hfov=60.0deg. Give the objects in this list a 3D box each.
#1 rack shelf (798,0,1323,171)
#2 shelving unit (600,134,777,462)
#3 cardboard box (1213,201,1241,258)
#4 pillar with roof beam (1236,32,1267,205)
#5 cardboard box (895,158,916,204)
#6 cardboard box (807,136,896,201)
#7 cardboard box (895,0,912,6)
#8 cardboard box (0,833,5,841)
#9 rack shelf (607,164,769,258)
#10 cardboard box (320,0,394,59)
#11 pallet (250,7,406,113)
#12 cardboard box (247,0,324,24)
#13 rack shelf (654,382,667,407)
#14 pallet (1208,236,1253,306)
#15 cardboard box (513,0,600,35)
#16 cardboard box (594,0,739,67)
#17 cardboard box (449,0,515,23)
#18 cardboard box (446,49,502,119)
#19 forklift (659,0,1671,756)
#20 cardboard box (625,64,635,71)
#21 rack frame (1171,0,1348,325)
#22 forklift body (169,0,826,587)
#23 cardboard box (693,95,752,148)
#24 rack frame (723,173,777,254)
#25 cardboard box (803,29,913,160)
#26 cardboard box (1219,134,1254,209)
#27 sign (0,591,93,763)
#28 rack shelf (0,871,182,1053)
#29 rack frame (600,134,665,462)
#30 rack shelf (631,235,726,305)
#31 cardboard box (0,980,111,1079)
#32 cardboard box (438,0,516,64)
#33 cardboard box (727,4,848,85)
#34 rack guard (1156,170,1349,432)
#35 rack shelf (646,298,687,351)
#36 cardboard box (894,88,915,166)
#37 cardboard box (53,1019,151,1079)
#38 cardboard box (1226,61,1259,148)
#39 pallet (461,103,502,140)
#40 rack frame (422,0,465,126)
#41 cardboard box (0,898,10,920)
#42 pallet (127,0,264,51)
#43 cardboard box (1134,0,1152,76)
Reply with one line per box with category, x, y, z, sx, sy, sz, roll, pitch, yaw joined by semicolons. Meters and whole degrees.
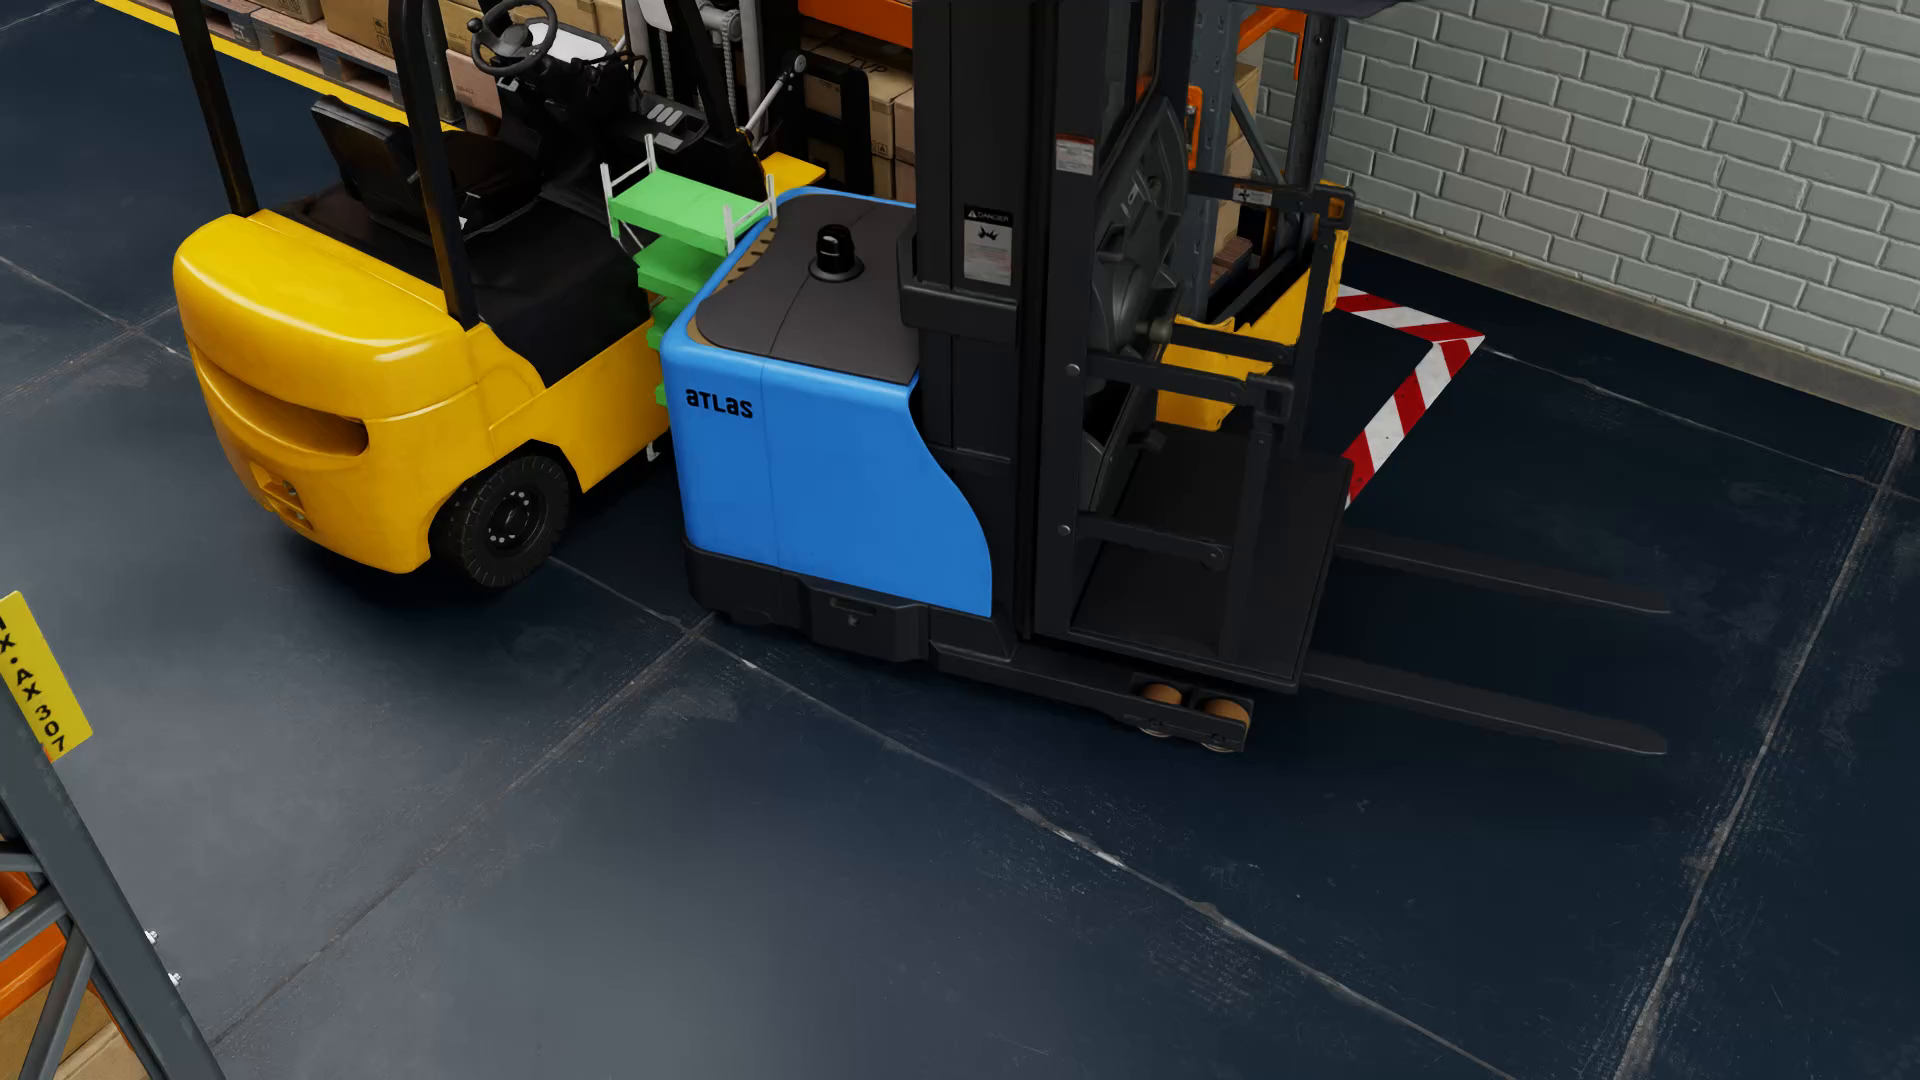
rack shelf;-0.559;-2.366;6.684;4.000;0.370;1.077;25;48;25
shelving unit;-0.859;-0.717;5.624;0.503;1.200;0.258;22;46;23
cardboard box;0.789;-1.295;6.695;0.500;0.250;0.500;25;48;25
pillar with roof beam;-1.446;-2.512;1.809;0.400;9.000;9.100;25;48;25
cardboard box;0.096;-1.400;6.437;0.500;0.250;0.500;25;47;25
cardboard box;-0.339;-1.586;6.645;0.500;0.250;0.500;24;47;24
cardboard box;0.105;-2.154;5.833;0.500;0.500;0.500;27;48;27
cardboard box;-1.997;0.362;2.797;0.500;0.500;0.500;24;47;25
rack shelf;-0.860;-1.027;5.347;0.480;0.148;0.258;22;46;23
cardboard box;-2.630;-2.865;8.168;0.625;0.625;0.875;27;48;27
pallet;-2.822;-2.621;8.521;1.213;0.211;1.003;25;48;25
cardboard box;-3.261;-3.166;8.505;0.625;0.625;0.875;25;47;25
rack shelf;-0.859;-0.490;5.827;0.480;0.148;0.258;22;46;23
pallet;0.428;-1.099;6.820;1.213;0.211;1.003;25;48;25
cardboard box;-1.568;-2.346;7.120;0.500;0.250;0.500;25;48;25
cardboard box;-1.154;-2.162;6.914;0.500;0.250;0.500;27;48;27
cardboard box;-1.980;-2.547;7.345;0.500;0.250;0.500;24;47;25
cardboard box;-1.990;-2.165;7.668;0.500;0.250;0.500;26;48;26
forklift;0.684;-0.850;4.502;3.031;2.935;1.130;13;43;14
cardboard box;-1.159;-1.973;7.078;0.500;0.250;0.500;25;47;25
rack frame;1.079;-1.868;5.588;0.127;3.000;1.000;25;48;25
forklift body;-1.521;-1.282;5.570;1.214;2.155;2.313;25;48;25
cardboard box;-0.746;-1.780;6.861;0.500;0.250;0.500;25;47;25
rack frame;-0.652;-0.631;5.528;0.015;1.200;0.240;22;46;23
cardboard box;-0.318;-1.759;6.463;0.500;0.250;0.500;26;48;26
cardboard box;0.813;-1.480;6.526;0.500;0.250;0.500;26;48;26
sign;-1.457;0.224;2.601;0.005;0.325;0.100;25;48;25
rack shelf;-3.406;0.346;3.654;4.000;0.370;1.077;25;48;25
rack frame;-1.067;-0.802;5.720;0.015;1.200;0.240;22;46;23
rack shelf;-0.860;-0.848;5.507;0.480;0.148;0.258;22;46;23
cardboard box;-2.290;0.963;3.609;0.500;0.500;0.500;24;47;24
cardboard box;-1.978;-2.364;7.515;0.500;0.250;0.500;25;47;25
cardboard box;-0.728;-1.957;6.685;0.500;0.250;0.500;24;47;25
rack guard;1.098;-0.927;6.411;0.348;0.500;1.175;25;48;25
rack shelf;-0.859;-0.669;5.667;0.480;0.148;0.258;22;46;23
cardboard box;0.101;-1.571;6.253;0.500;0.250;0.500;26;48;26
cardboard box;-2.270;1.252;3.849;0.500;0.250;0.500;25;47;25
cardboard box;0.794;-1.660;6.353;0.500;0.250;0.500;24;47;25
pallet;-1.569;-2.033;7.864;1.213;0.211;1.003;25;48;25
rack frame;-2.196;-3.400;7.300;0.127;3.000;1.000;25;48;25
cardboard box;-1.928;0.694;2.914;0.250;0.149;0.380;25;48;25
pallet;-3.825;-3.088;9.043;1.213;0.211;1.003;25;48;25
cardboard box;0.525;-1.950;5.605;0.500;0.500;0.500;24;47;24
